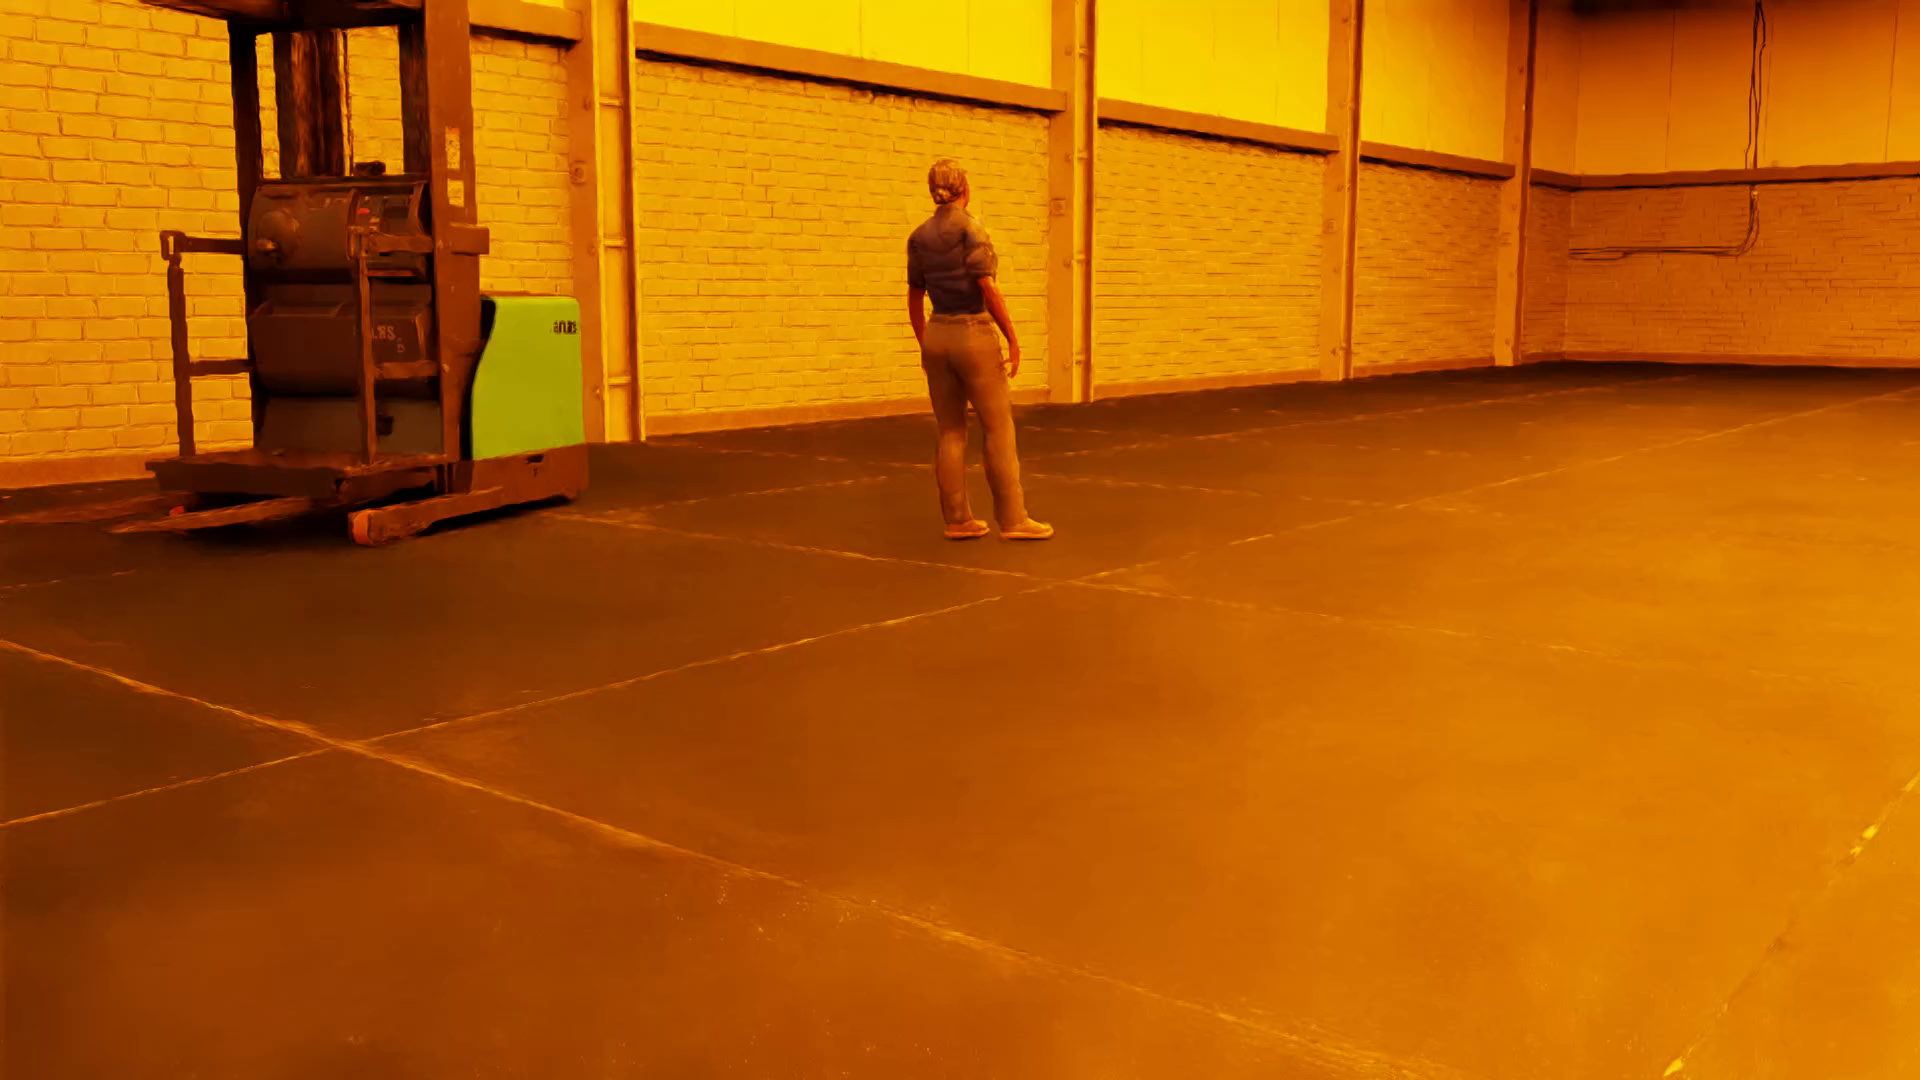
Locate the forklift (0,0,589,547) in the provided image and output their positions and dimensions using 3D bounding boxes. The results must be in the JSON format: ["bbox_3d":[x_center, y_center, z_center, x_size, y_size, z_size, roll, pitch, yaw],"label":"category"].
[{"bbox_3d":[-2.925,-1.483,7.415,1.130,2.935,3.031,3,9,19],"label":"forklift"}]

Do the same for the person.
[{"bbox_3d":[0.070,-0.834,7.339,0.570,1.654,0.503,7,11,38],"label":"person"}]
